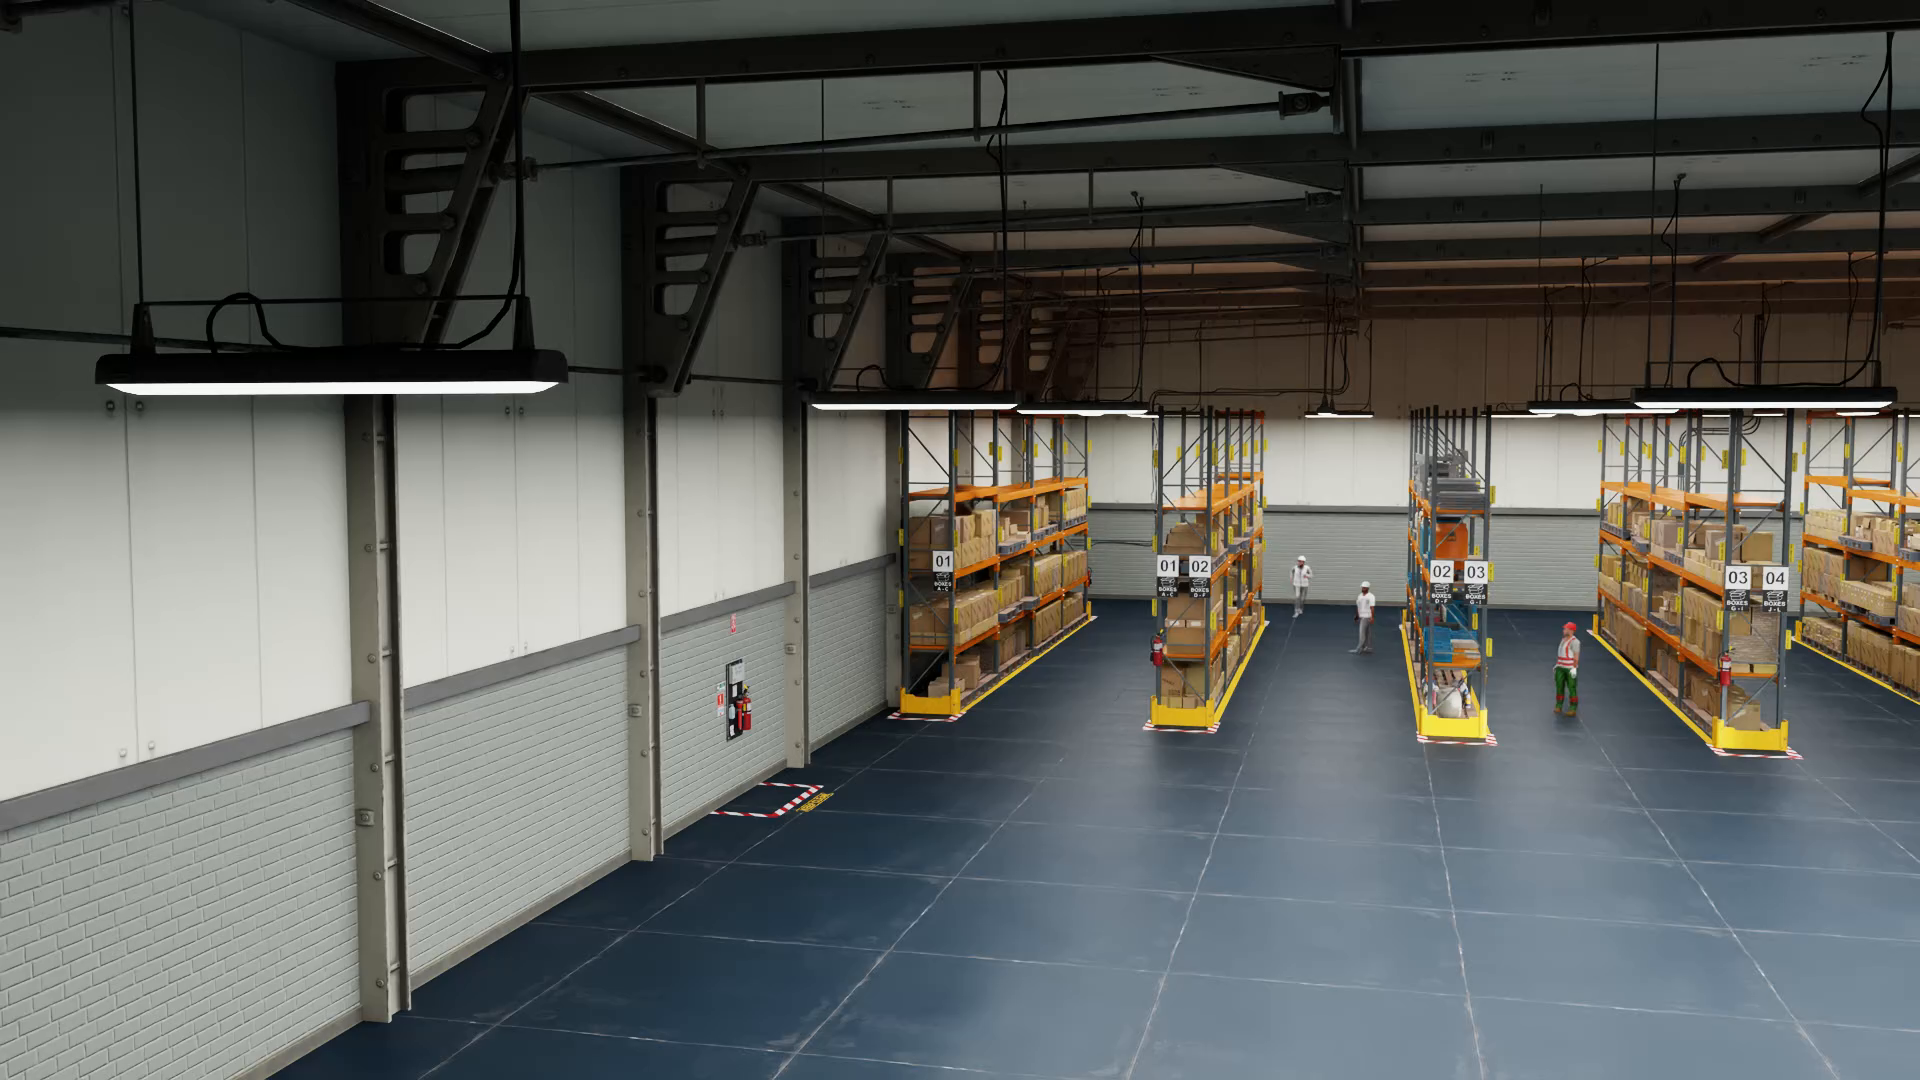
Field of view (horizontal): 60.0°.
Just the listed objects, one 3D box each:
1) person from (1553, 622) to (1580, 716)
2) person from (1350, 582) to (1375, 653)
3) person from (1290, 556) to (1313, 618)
[{"bbox_3d":[11.818,2.497,32.385,0.393,1.795,0.598,-2,5,-30],"label":"person"},{"bbox_3d":[9.905,1.899,41.059,0.627,1.760,0.574,0,4,-1],"label":"person"},{"bbox_3d":[9.982,1.342,48.608,0.643,1.762,0.919,1,4,8],"label":"person"}]
